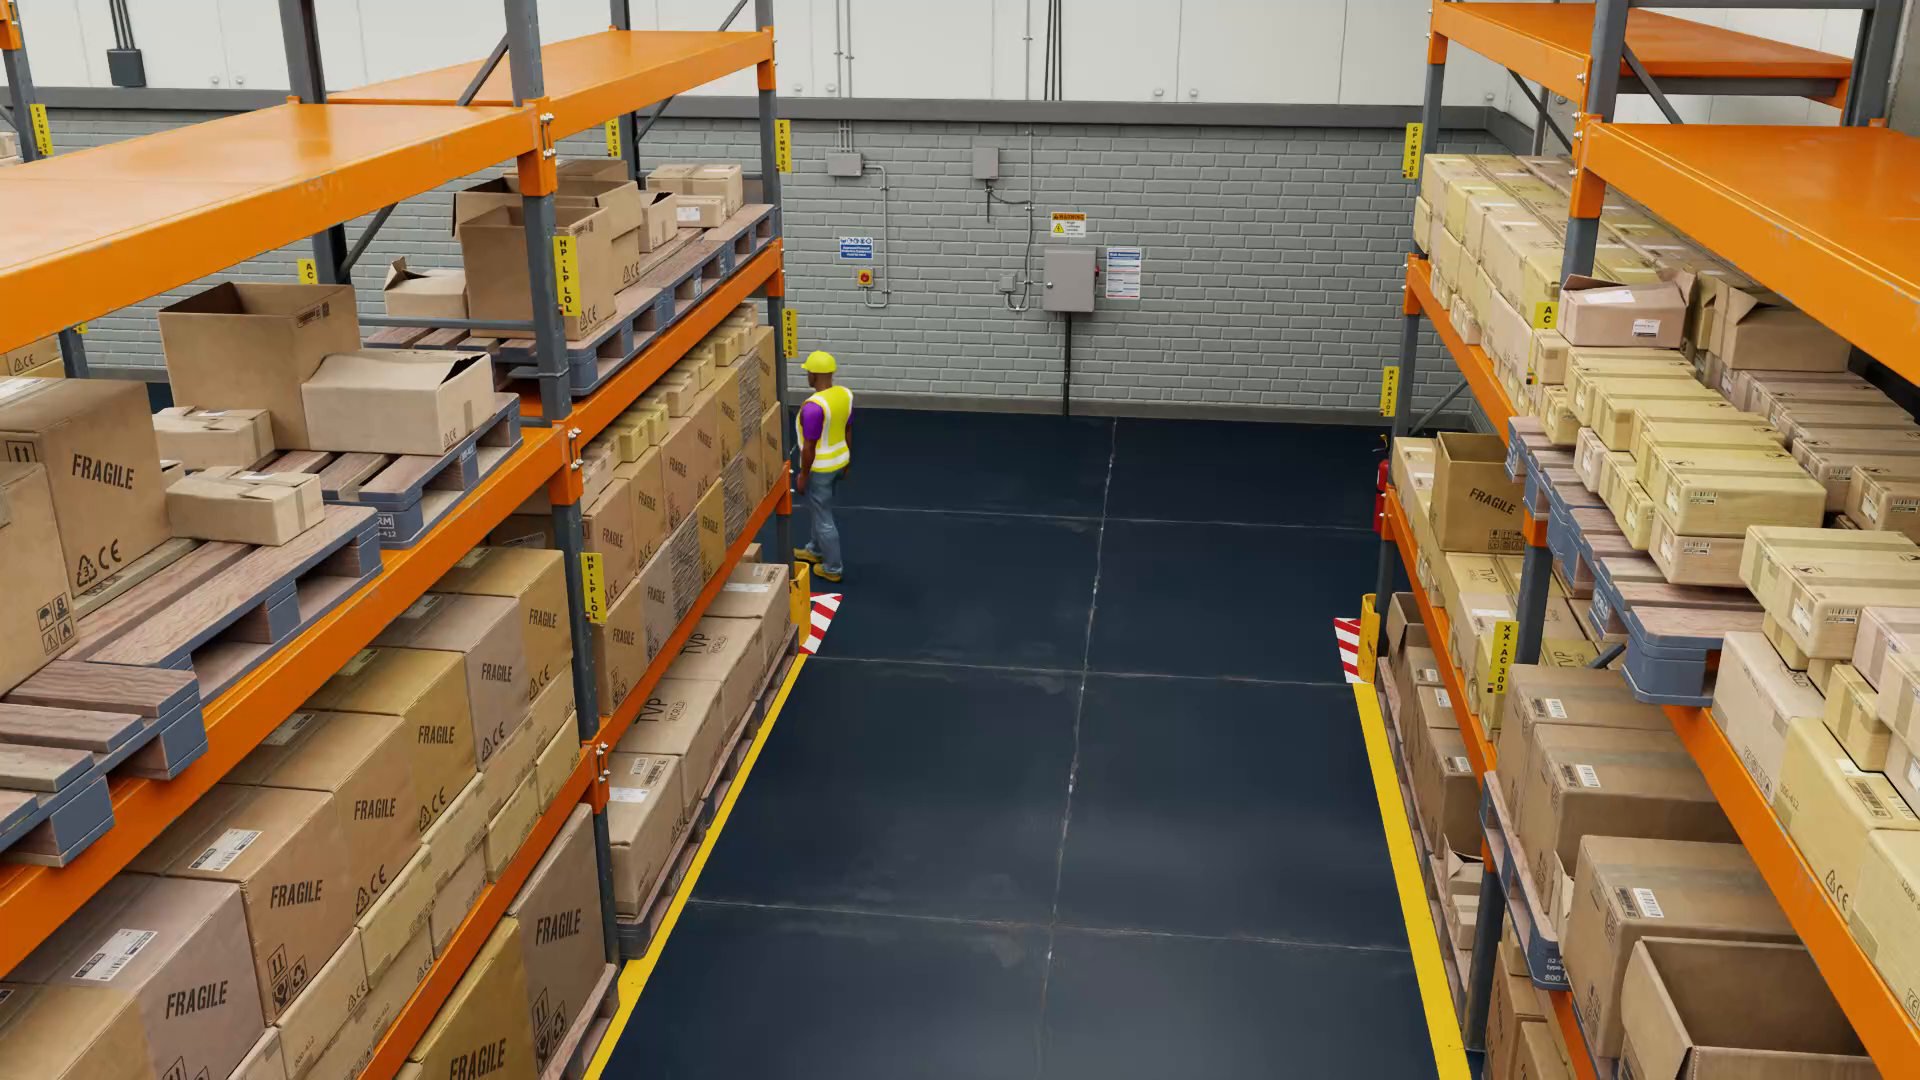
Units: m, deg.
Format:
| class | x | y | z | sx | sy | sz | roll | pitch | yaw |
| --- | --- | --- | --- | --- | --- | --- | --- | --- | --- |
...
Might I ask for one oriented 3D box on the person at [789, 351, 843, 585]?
| class | x | y | z | sx | sy | sz | roll | pitch | yaw |
| --- | --- | --- | --- | --- | --- | --- | --- | --- | --- |
| person | -1.167 | -0.564 | 12.507 | 0.605 | 1.764 | 0.575 | 8 | 23 | 21 |
